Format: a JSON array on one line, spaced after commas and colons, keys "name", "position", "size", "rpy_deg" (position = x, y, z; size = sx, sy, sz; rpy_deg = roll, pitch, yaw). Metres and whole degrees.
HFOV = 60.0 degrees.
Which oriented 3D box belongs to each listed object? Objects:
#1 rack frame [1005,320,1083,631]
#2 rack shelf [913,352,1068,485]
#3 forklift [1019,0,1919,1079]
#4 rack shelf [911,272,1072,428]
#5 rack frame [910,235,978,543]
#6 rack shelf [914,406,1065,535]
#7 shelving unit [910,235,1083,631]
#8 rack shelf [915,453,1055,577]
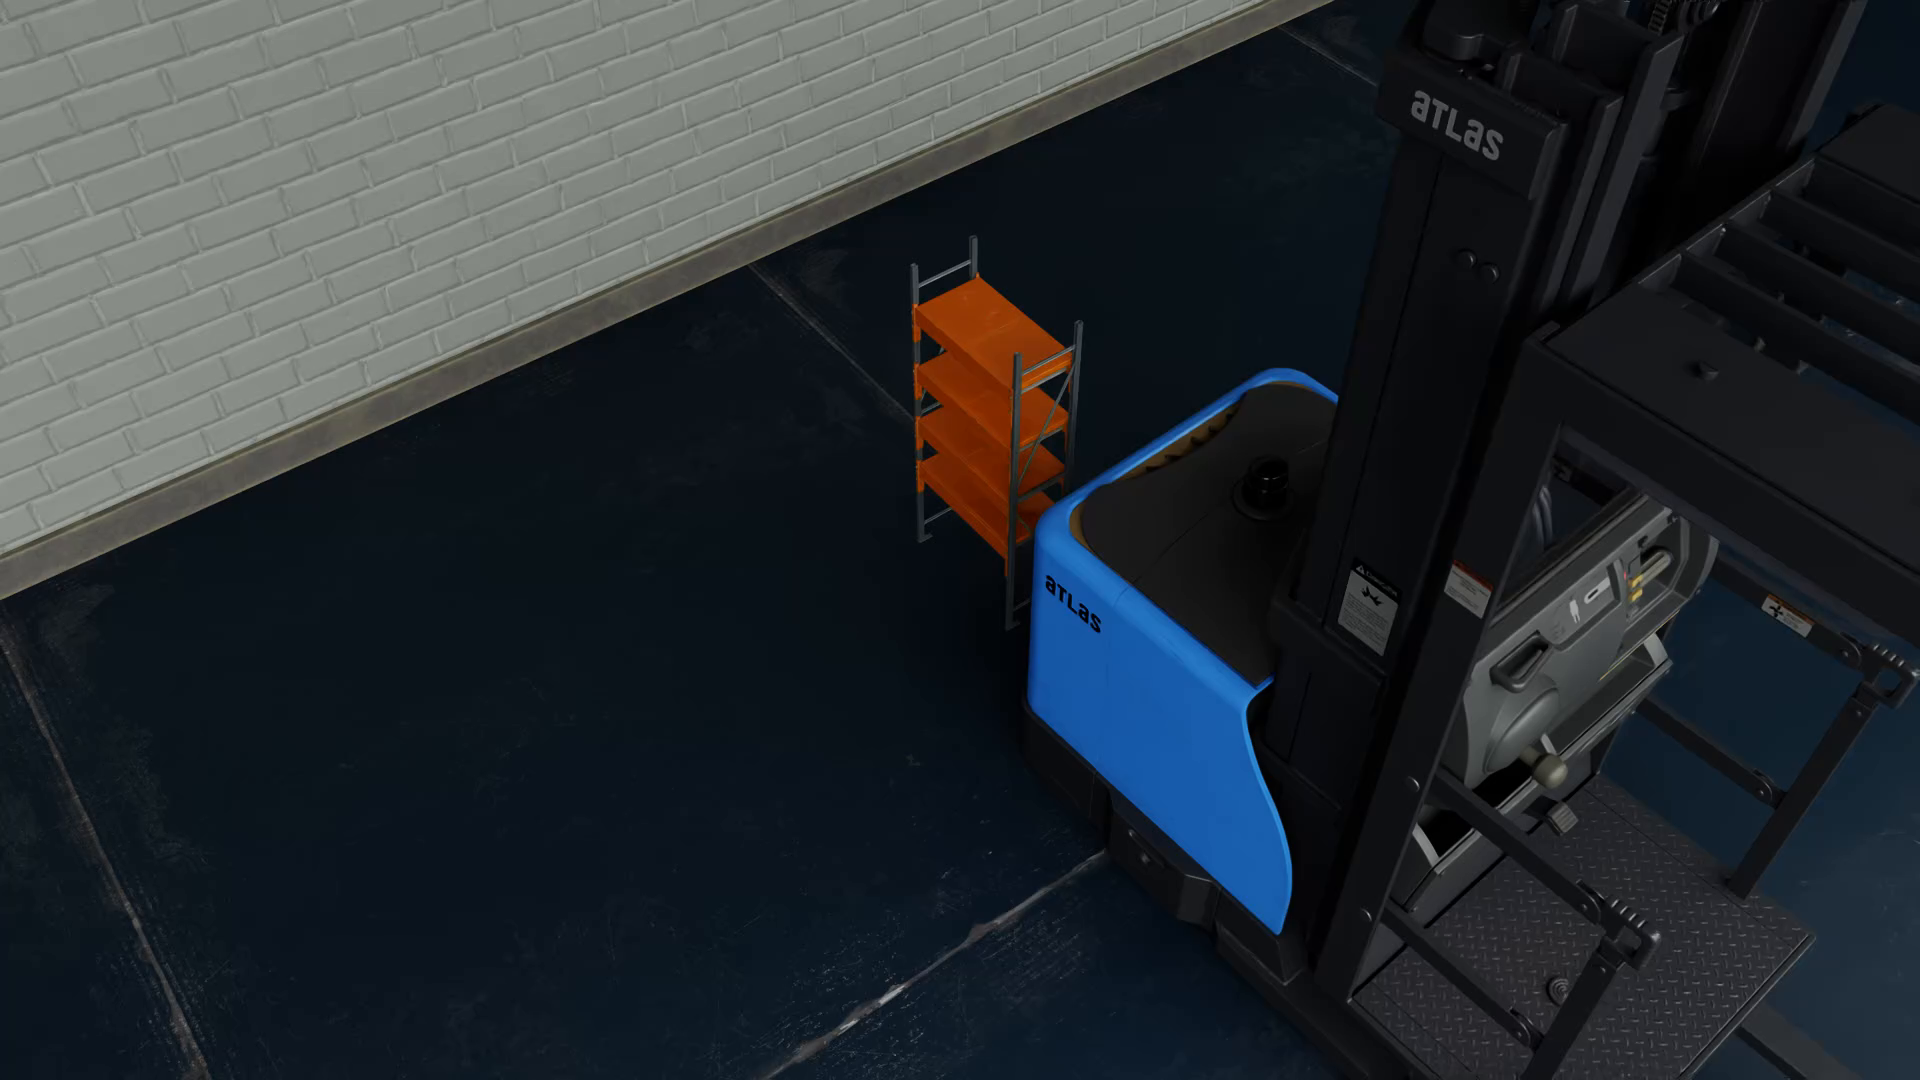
[{"name": "rack frame", "position": [0.248, -0.162, 5.087], "size": [0.240, 1.200, 0.015], "rpy_deg": [-29, 54, -24]}, {"name": "rack shelf", "position": [0.100, -0.410, 5.101], "size": [0.258, 0.148, 0.480], "rpy_deg": [-29, 54, -24]}, {"name": "forklift", "position": [1.519, 0.278, 3.520], "size": [1.130, 2.935, 3.031], "rpy_deg": [-32, 55, -26]}, {"name": "rack shelf", "position": [0.100, -0.569, 4.926], "size": [0.258, 0.148, 0.480], "rpy_deg": [-29, 54, -24]}, {"name": "rack frame", "position": [-0.048, -0.449, 5.347], "size": [0.240, 1.200, 0.015], "rpy_deg": [-29, 54, -24]}, {"name": "rack shelf", "position": [0.100, -0.260, 5.267], "size": [0.258, 0.148, 0.480], "rpy_deg": [-29, 54, -24]}, {"name": "shelving unit", "position": [0.100, -0.305, 5.217], "size": [0.258, 1.200, 0.503], "rpy_deg": [-29, 54, -24]}, {"name": "rack shelf", "position": [0.100, -0.127, 5.414], "size": [0.258, 0.148, 0.480], "rpy_deg": [-29, 54, -24]}]
